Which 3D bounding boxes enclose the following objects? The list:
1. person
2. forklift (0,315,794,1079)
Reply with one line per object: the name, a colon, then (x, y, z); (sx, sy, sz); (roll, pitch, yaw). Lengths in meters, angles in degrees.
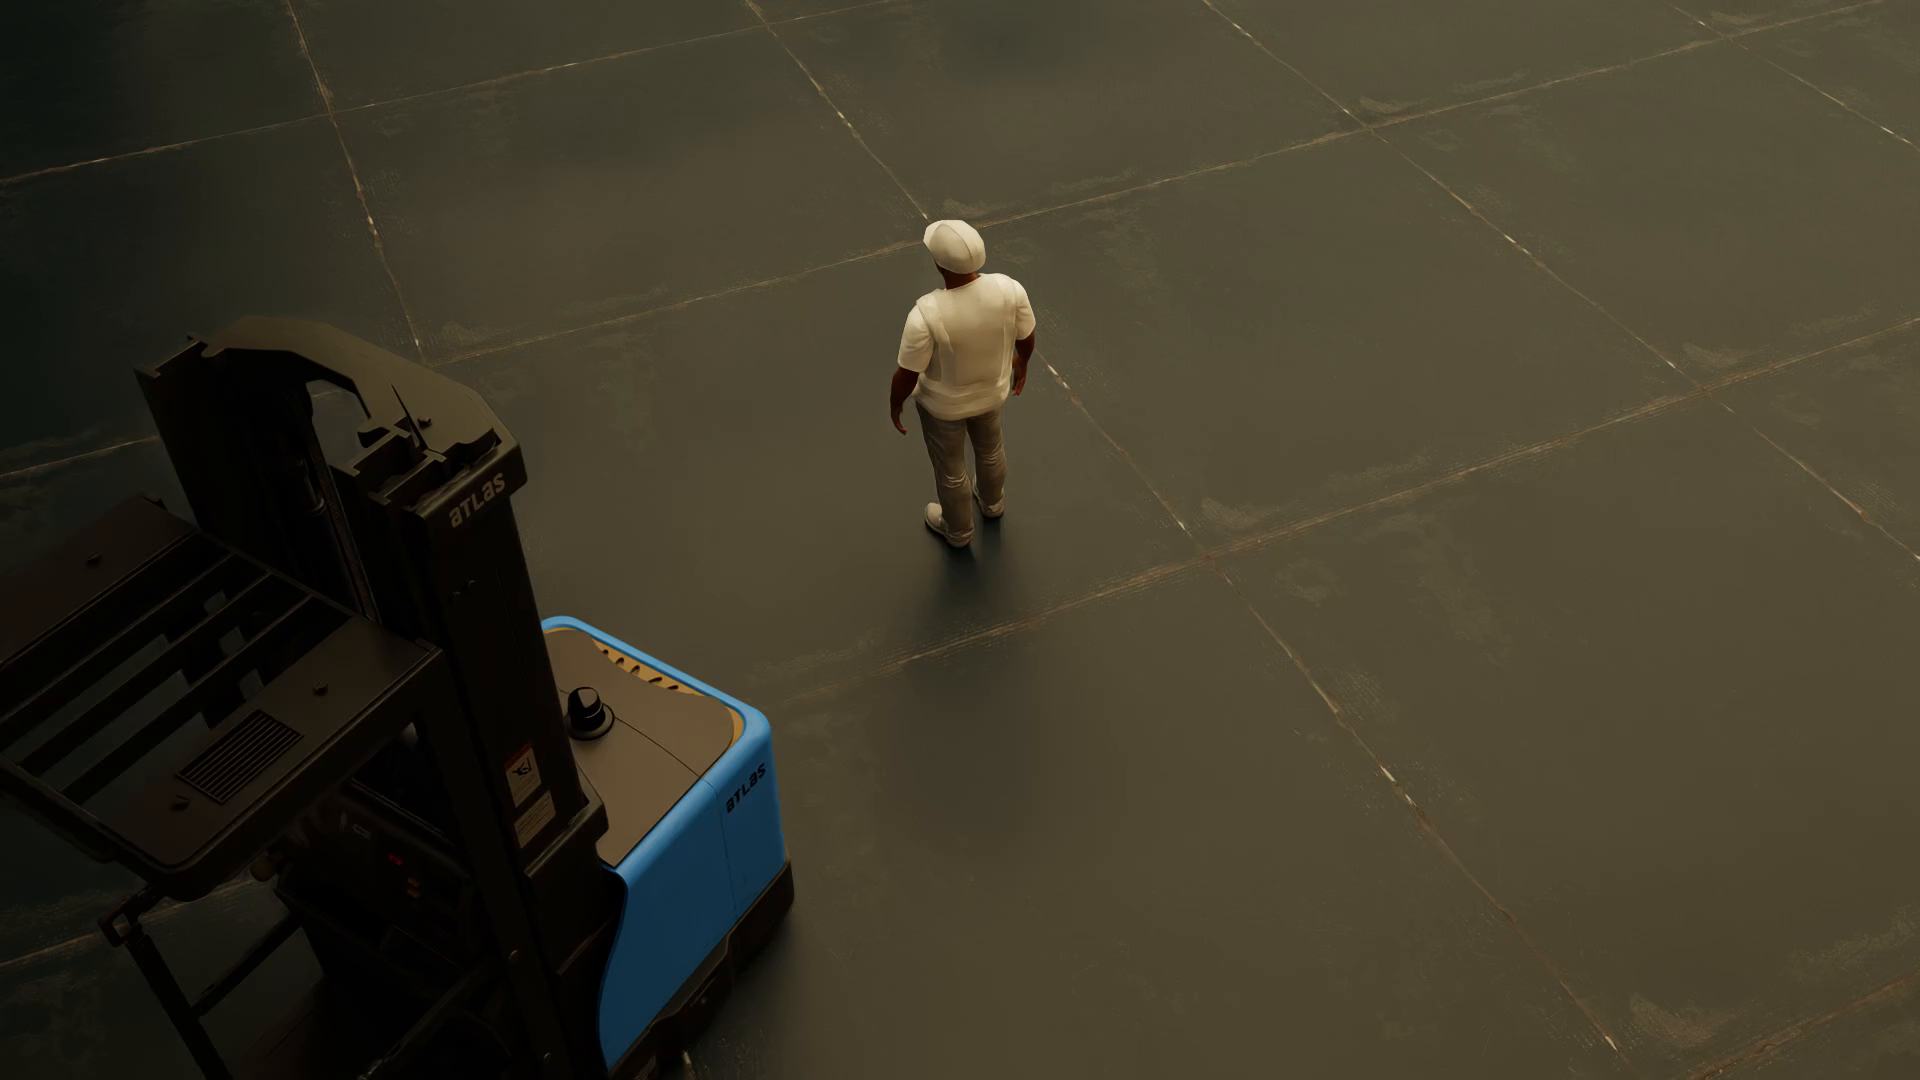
person: (-0.025, -0.696, 7.269); (0.666, 1.768, 0.575); (-18, 46, -18)
forklift: (-1.836, 0.988, 4.621); (1.130, 2.935, 3.031); (23, 48, 23)
